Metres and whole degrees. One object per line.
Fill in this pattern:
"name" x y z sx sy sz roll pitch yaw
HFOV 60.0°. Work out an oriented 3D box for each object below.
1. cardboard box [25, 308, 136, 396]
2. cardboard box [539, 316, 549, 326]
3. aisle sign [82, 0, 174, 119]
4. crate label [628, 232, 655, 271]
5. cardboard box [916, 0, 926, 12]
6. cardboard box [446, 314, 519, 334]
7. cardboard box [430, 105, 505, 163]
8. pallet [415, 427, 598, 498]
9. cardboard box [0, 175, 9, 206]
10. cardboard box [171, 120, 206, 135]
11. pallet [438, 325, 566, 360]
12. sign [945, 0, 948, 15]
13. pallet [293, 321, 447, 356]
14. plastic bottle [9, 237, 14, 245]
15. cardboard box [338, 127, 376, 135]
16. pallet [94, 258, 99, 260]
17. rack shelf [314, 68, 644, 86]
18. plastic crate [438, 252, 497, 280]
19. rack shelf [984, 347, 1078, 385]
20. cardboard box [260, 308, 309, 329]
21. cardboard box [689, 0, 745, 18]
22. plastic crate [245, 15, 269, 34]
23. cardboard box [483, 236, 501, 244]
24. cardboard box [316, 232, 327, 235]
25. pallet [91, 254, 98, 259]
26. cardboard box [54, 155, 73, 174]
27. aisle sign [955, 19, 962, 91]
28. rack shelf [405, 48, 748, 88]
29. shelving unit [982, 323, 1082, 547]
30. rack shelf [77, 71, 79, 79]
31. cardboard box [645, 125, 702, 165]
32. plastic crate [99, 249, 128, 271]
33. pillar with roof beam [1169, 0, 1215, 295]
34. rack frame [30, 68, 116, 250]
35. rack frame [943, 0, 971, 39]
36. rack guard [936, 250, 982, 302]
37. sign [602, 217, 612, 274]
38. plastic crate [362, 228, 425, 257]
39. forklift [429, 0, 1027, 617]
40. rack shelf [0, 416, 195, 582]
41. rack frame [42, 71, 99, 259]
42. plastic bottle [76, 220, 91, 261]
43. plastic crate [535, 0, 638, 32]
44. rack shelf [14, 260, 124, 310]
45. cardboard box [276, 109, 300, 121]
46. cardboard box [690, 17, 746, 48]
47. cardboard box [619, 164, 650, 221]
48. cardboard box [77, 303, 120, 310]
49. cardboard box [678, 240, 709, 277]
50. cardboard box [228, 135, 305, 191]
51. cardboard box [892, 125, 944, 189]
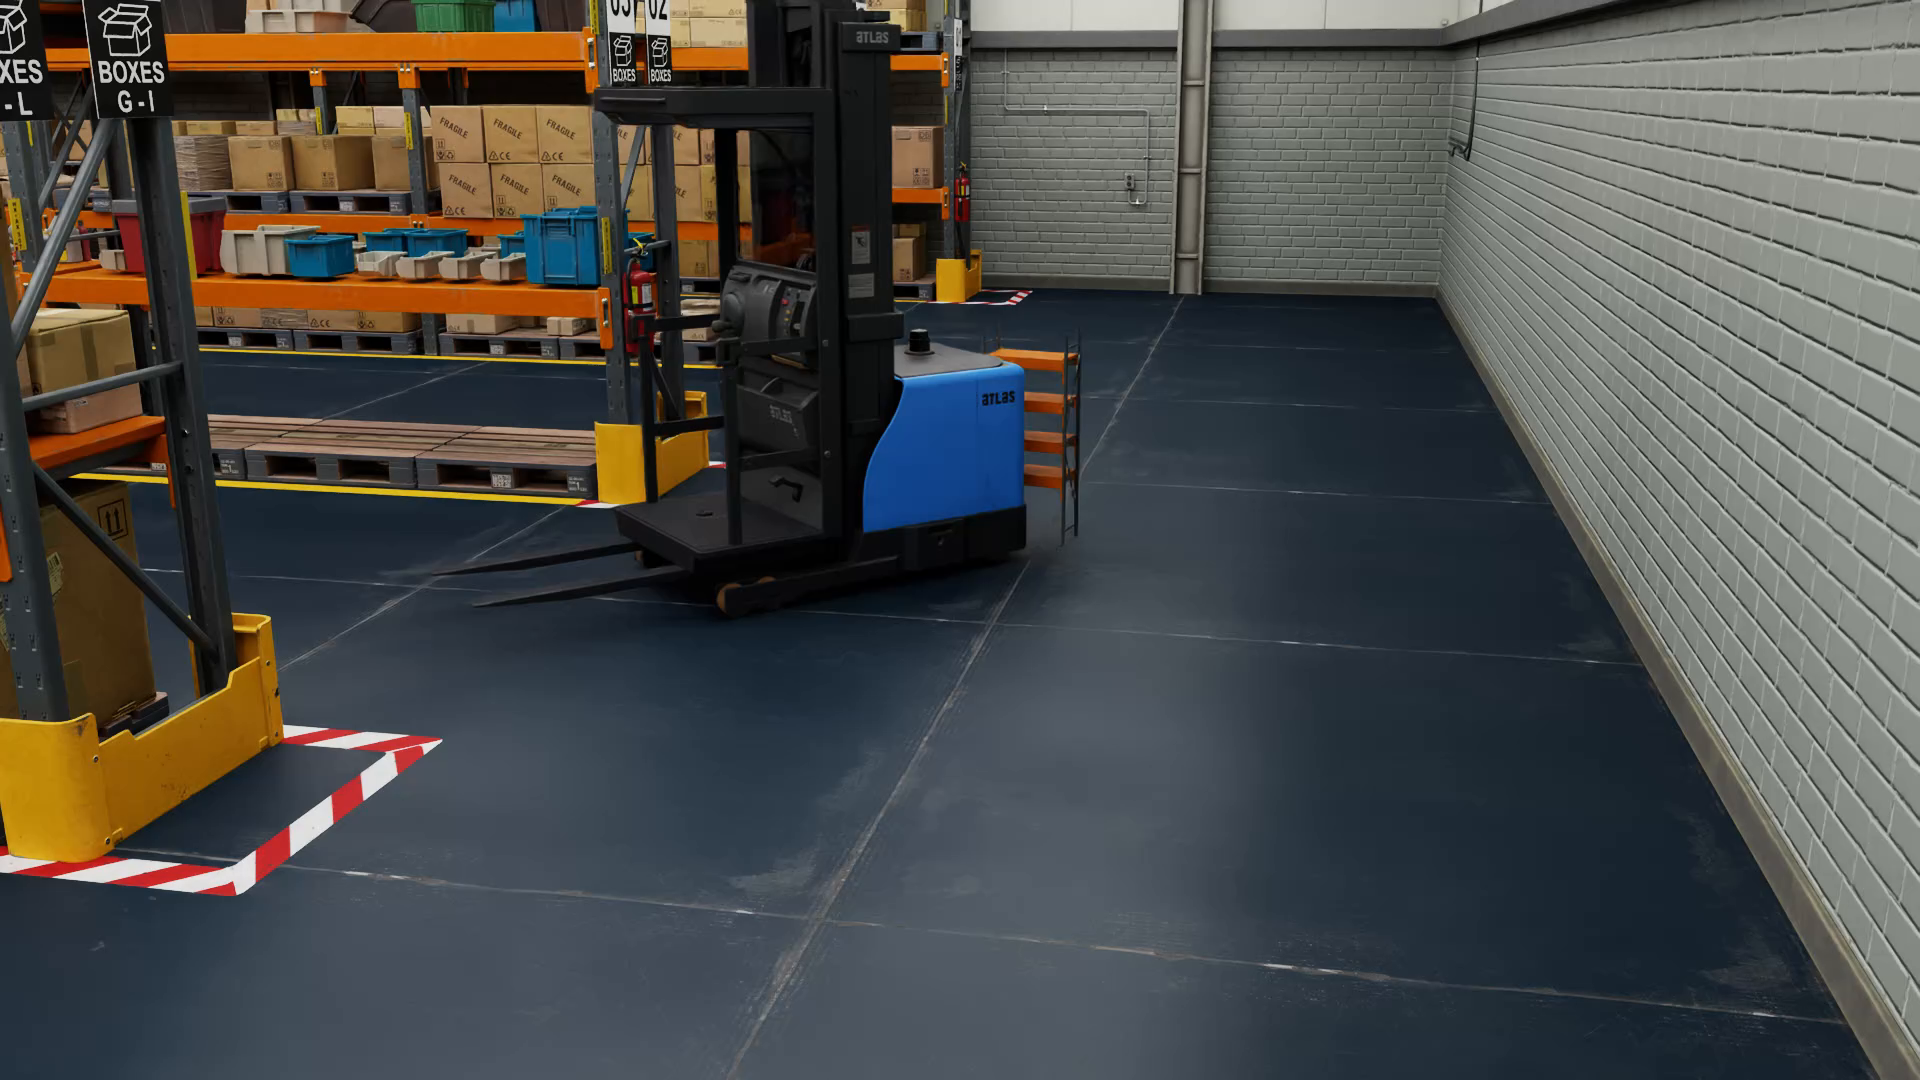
"cardboard box" -3.408 -0.689 6.083 0.500 0.250 0.500 3 16 10
"cardboard box" -3.939 -2.203 16.344 0.250 0.149 0.380 3 16 11
"aisle sign" -2.861 -1.849 5.678 0.004 0.787 0.394 3 16 11
"crate label" -2.181 -1.865 10.806 0.303 0.233 0.416 3 16 11
"cardboard box" -0.697 -6.496 19.608 0.500 0.500 0.500 2 16 9
"cardboard box" -4.565 -2.163 15.894 0.500 0.311 0.500 3 16 11
"cardboard box" -4.528 -3.757 15.376 0.500 0.500 0.500 4 16 13
"pallet" -2.805 -0.527 11.001 1.213 0.211 1.003 3 16 11
"cardboard box" -9.691 -3.594 17.014 0.500 0.311 0.500 3 16 10
"cardboard box" -10.100 -5.213 21.681 0.500 0.500 0.700 5 16 19
"pallet" -4.261 -1.945 16.118 1.213 0.211 1.003 3 16 11
"sign" -0.152 -6.102 18.772 0.005 0.325 0.100 3 16 11
"pallet" -5.738 -2.015 16.372 1.213 0.211 1.003 3 16 11
"plastic bottle" -6.667 -2.044 11.626 0.097 0.201 0.097 0 15 0
"cardboard box" -7.445 -4.943 20.935 0.500 0.500 0.500 4 16 13
"pallet" -11.026 -3.662 22.318 1.213 0.211 1.003 3 16 11
"rack shelf" -5.910 -5.827 20.637 4.000 0.370 1.077 3 16 11
"plastic crate" -3.121 -1.734 10.516 0.243 0.136 0.396 3 16 11
"rack shelf" 0.400 -0.973 9.287 0.480 0.148 0.258 7 17 23
"cardboard box" -6.448 -2.340 16.177 0.500 0.500 0.500 3 16 12
"cardboard box" -2.058 -4.714 14.617 0.500 0.250 0.500 3 16 11
"plastic crate" -4.602 -3.380 10.952 0.466 0.136 0.293 3 16 11
"cardboard box" -5.484 -3.835 20.959 0.750 0.750 0.750 4 16 13
"cardboard box" -8.586 -3.867 21.690 0.500 0.500 0.700 3 16 12
"pallet" -12.455 -3.730 22.562 1.213 0.211 1.003 3 16 11
"cardboard box" -12.207 -5.066 22.404 0.500 0.250 0.500 3 16 12
"aisle sign" -0.019 -5.579 19.145 0.004 0.787 0.394 3 16 11
"rack shelf" -2.973 -4.318 15.190 4.000 0.370 1.077 3 16 11
"shelving unit" 0.400 -0.595 9.392 0.503 1.200 0.258 7 17 23
"rack shelf" -13.749 -6.253 22.174 4.000 0.370 1.077 3 16 11
"cardboard box" -2.509 -3.648 14.981 0.500 0.500 0.500 4 16 13
"plastic crate" -5.496 -1.870 11.004 0.243 0.136 0.396 3 16 11
"pillar with roof beam" 1.930 -6.257 15.221 0.400 9.000 9.100 3 16 11
"rack frame" -8.853 -3.538 16.647 0.127 3.000 1.000 3 16 11
"rack frame" -0.030 -7.300 18.989 0.127 3.000 1.000 3 16 11
"rack guard" -0.007 -3.203 20.119 0.348 0.500 1.175 3 16 11
"sign" -2.098 -1.751 9.889 0.005 0.325 0.100 3 16 11
"plastic crate" -3.765 -1.951 11.117 0.300 0.233 0.416 3 16 11
"forklift" -1.146 -1.195 8.317 3.031 2.935 1.130 -10 18 -32
"rack shelf" -4.951 -0.281 6.236 4.000 0.370 1.077 3 16 11
"rack frame" -11.789 -5.047 22.094 0.127 3.000 1.000 3 16 11
"plastic bottle" -6.198 -2.105 11.691 0.133 0.283 0.061 3 16 11
"plastic crate" -2.326 -3.293 10.388 0.590 0.269 0.497 3 16 11
"rack shelf" -7.884 -1.790 11.682 4.000 0.370 1.077 3 16 11
"cardboard box" -8.532 -5.431 21.253 0.250 0.149 0.380 0 15 2
"cardboard box" -2.057 -4.474 14.686 0.500 0.250 0.500 3 16 11
"cardboard box" -2.997 -3.195 15.220 0.500 0.500 0.500 3 16 10
"cardboard box" -8.464 -2.447 16.565 0.500 0.500 0.500 4 16 13
"cardboard box" -3.237 -3.553 20.595 0.500 0.500 0.700 3 16 12
"cardboard box" -6.677 -3.654 16.090 0.500 0.500 0.700 -1 16 -3
"cardboard box" -0.532 -4.578 19.838 0.700 0.700 0.980 4 16 14
